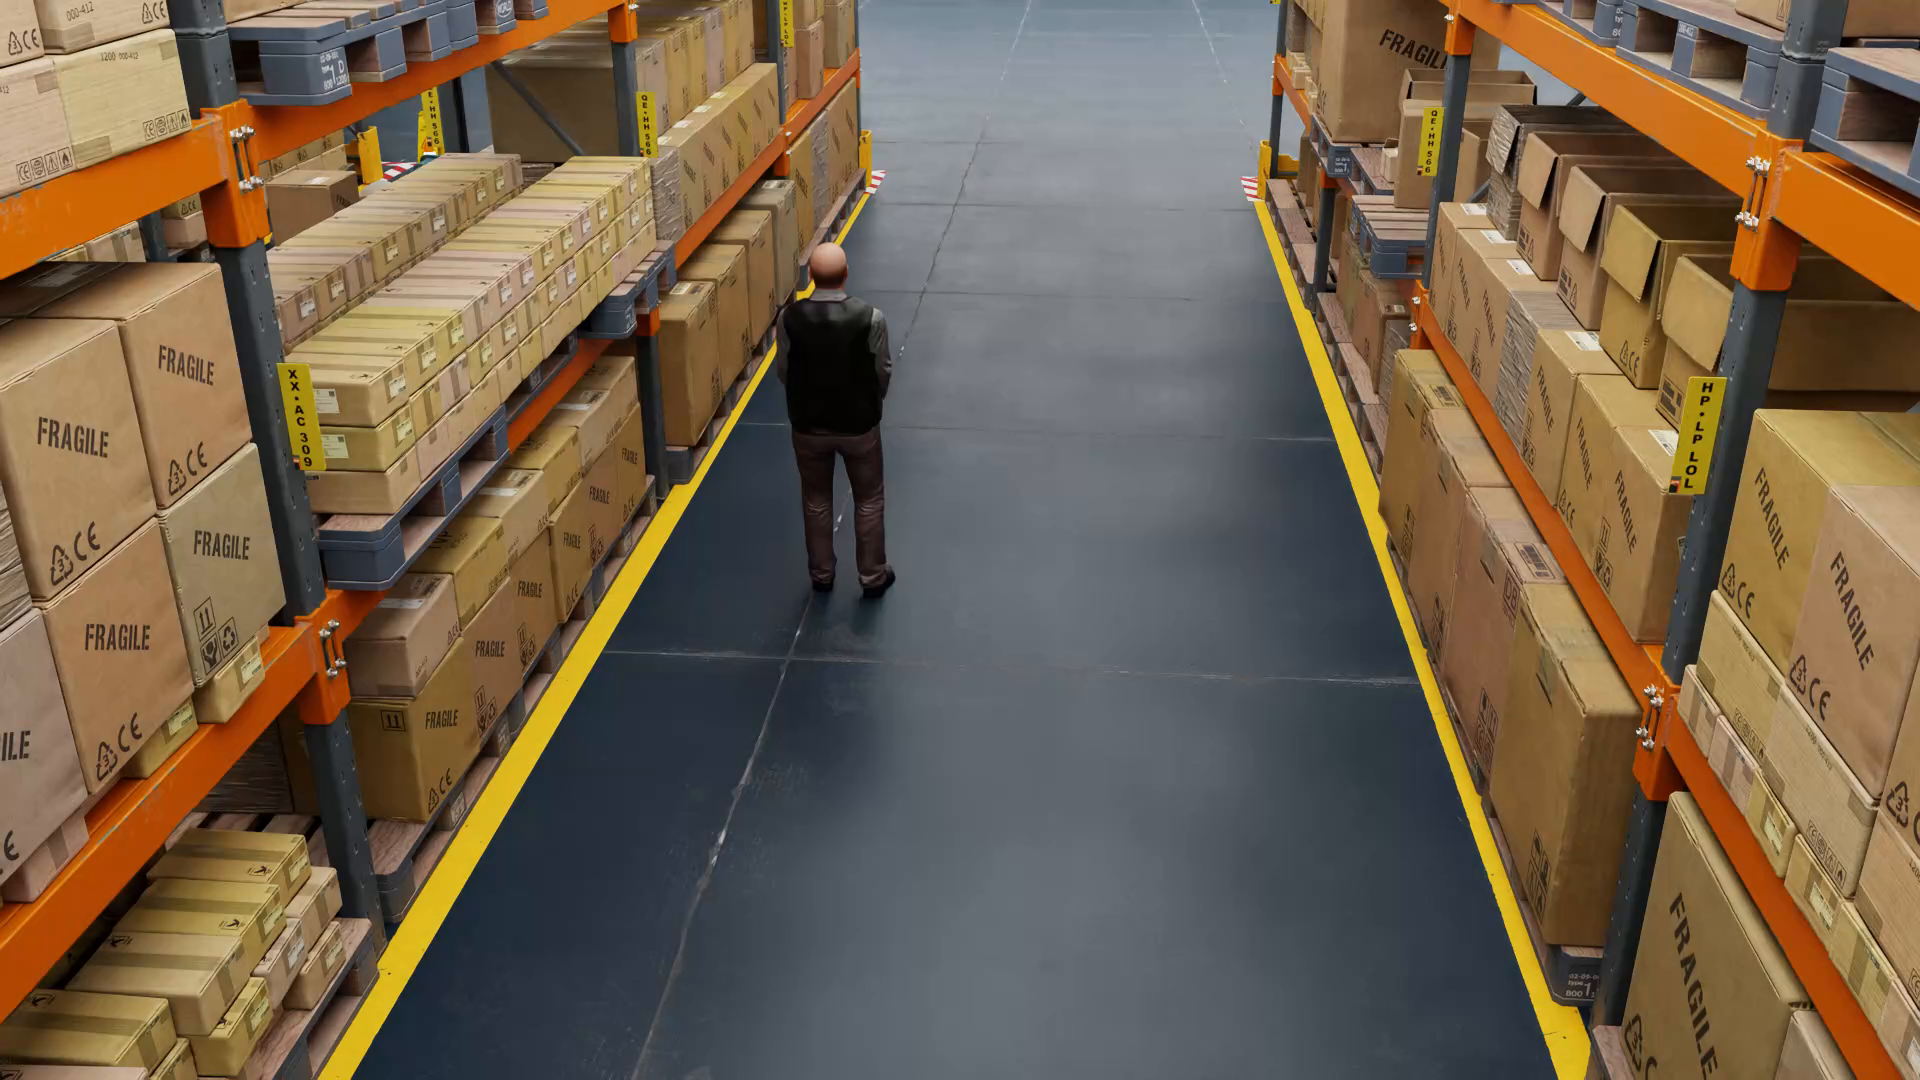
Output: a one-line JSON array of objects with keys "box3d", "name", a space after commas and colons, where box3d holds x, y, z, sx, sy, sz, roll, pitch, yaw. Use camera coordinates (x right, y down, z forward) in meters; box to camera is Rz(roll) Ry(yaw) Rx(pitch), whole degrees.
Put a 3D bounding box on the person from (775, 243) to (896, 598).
[{"box3d": [-0.586, -0.515, 7.875, 0.544, 1.636, 0.482, 1, 24, 3], "name": "person"}]
